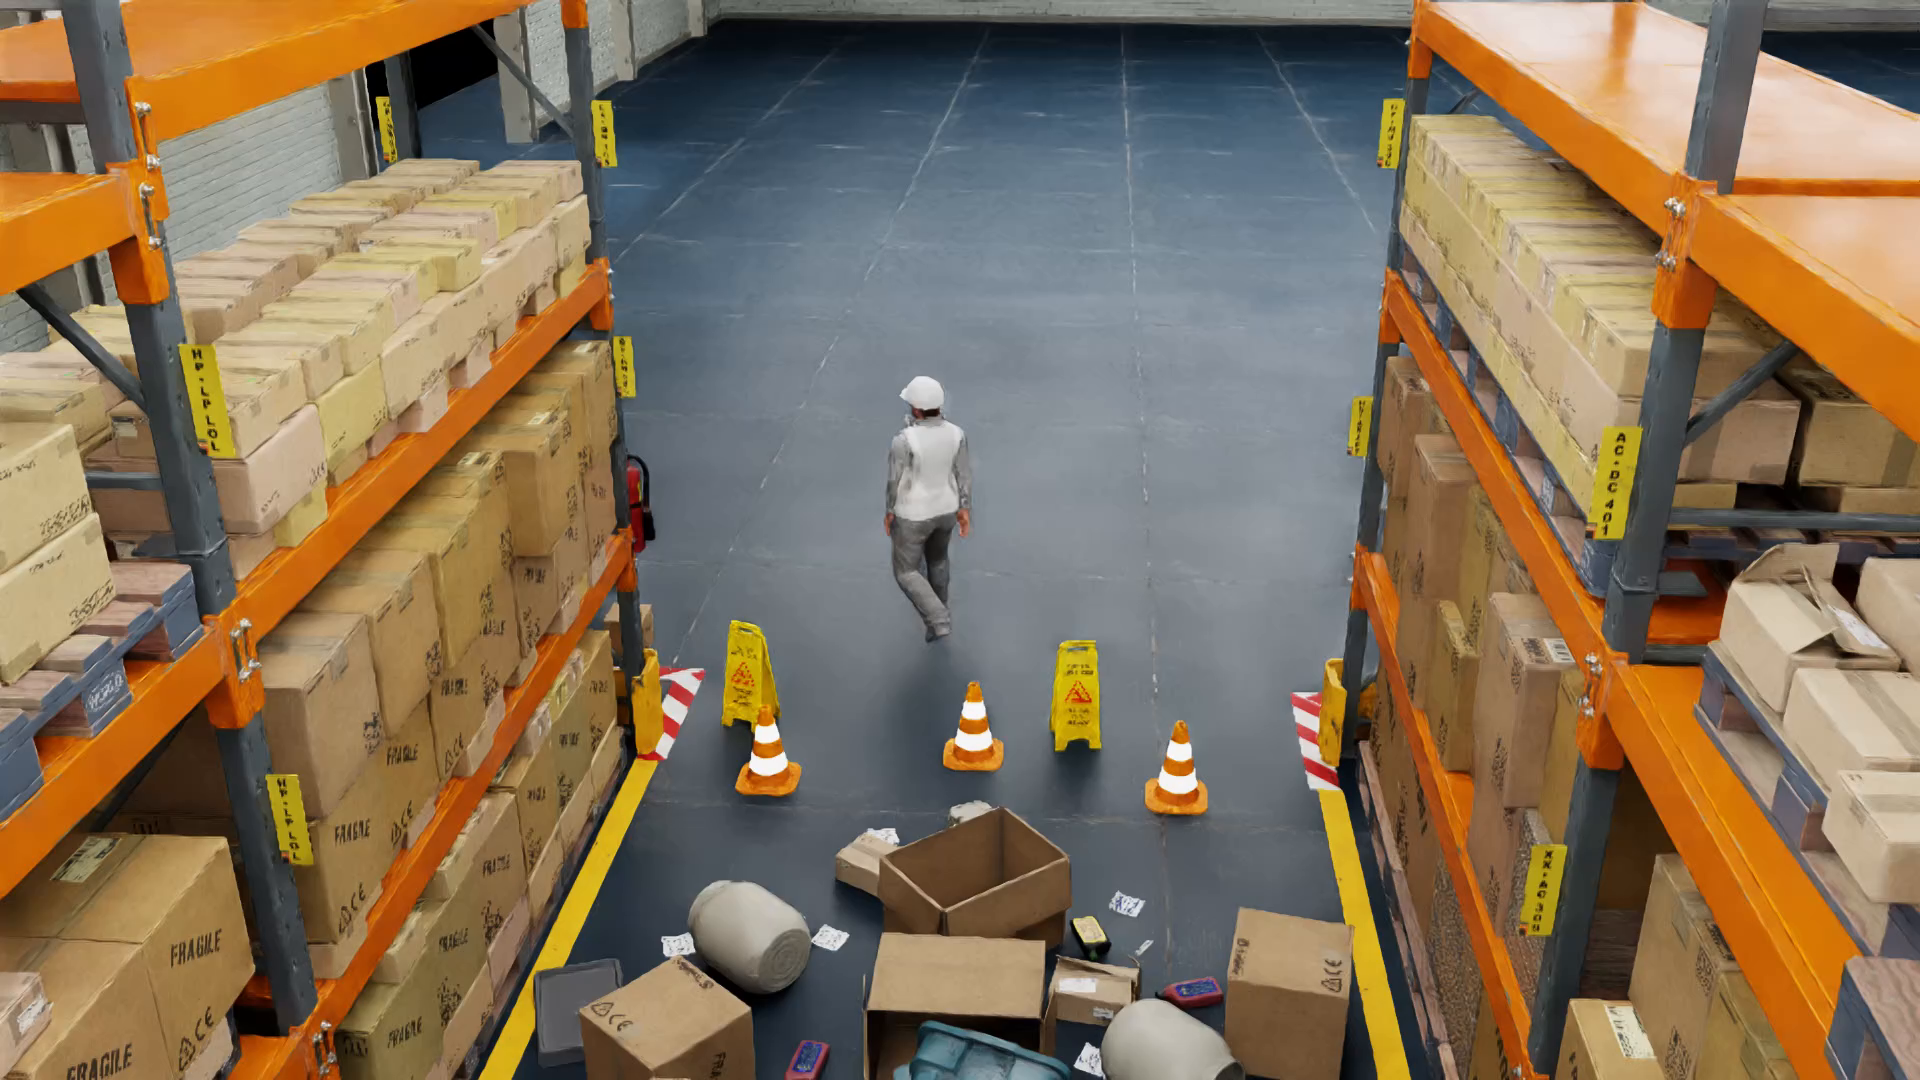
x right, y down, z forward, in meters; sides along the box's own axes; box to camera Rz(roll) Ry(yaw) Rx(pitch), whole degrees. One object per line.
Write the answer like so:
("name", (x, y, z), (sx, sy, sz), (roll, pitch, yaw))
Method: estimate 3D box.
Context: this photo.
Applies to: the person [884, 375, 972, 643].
("person", (-0.186, -0.197, 10.422), (0.584, 1.755, 0.833), (-17, 30, -33))
